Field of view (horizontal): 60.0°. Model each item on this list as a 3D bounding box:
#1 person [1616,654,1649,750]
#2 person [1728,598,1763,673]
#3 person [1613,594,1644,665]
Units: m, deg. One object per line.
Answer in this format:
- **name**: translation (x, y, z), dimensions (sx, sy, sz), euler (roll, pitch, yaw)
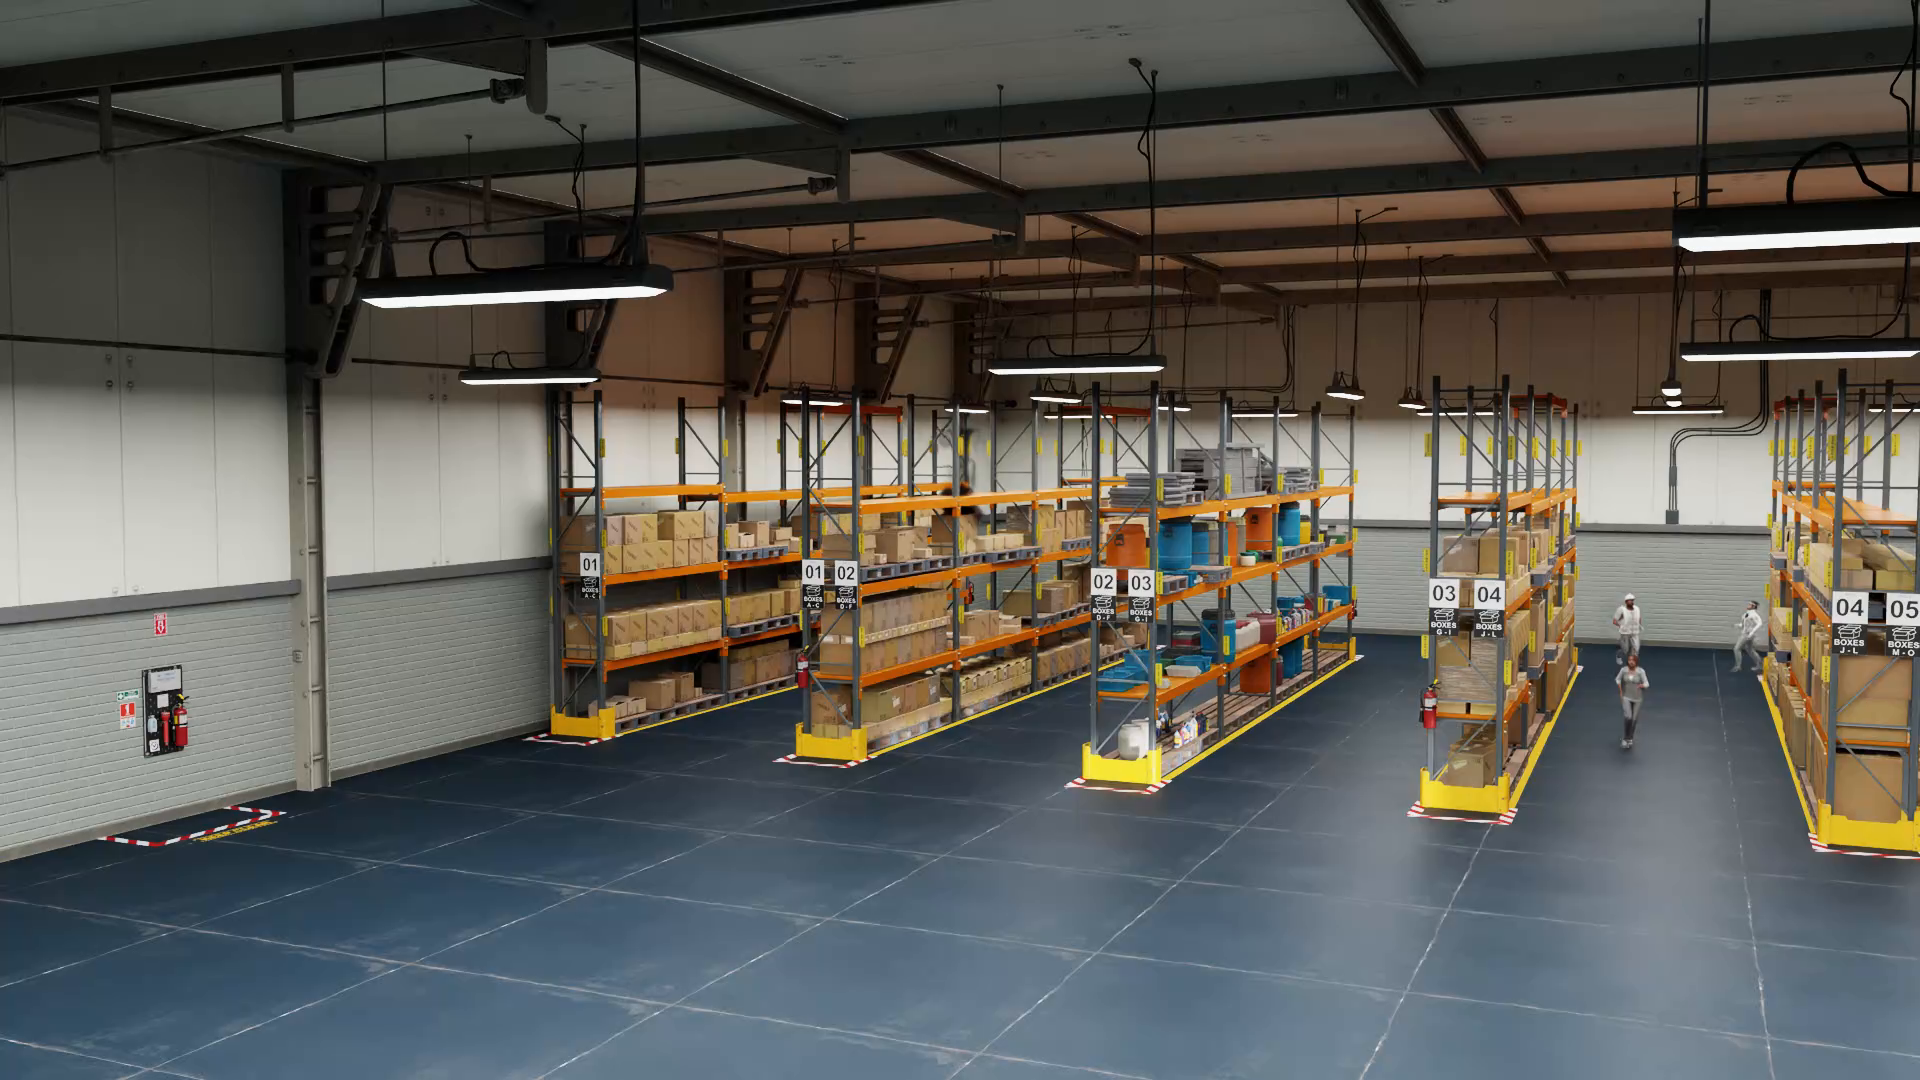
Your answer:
- **person**: translation (11.158, 2.690, 27.604), dimensions (0.507, 1.615, 0.673), euler (1, 3, 19)
- **person**: translation (17.491, 2.142, 36.931), dimensions (0.744, 1.718, 0.664), euler (1, 3, 23)
- **person**: translation (14.870, 2.090, 36.990), dimensions (0.690, 1.777, 0.863), euler (0, 3, -2)
